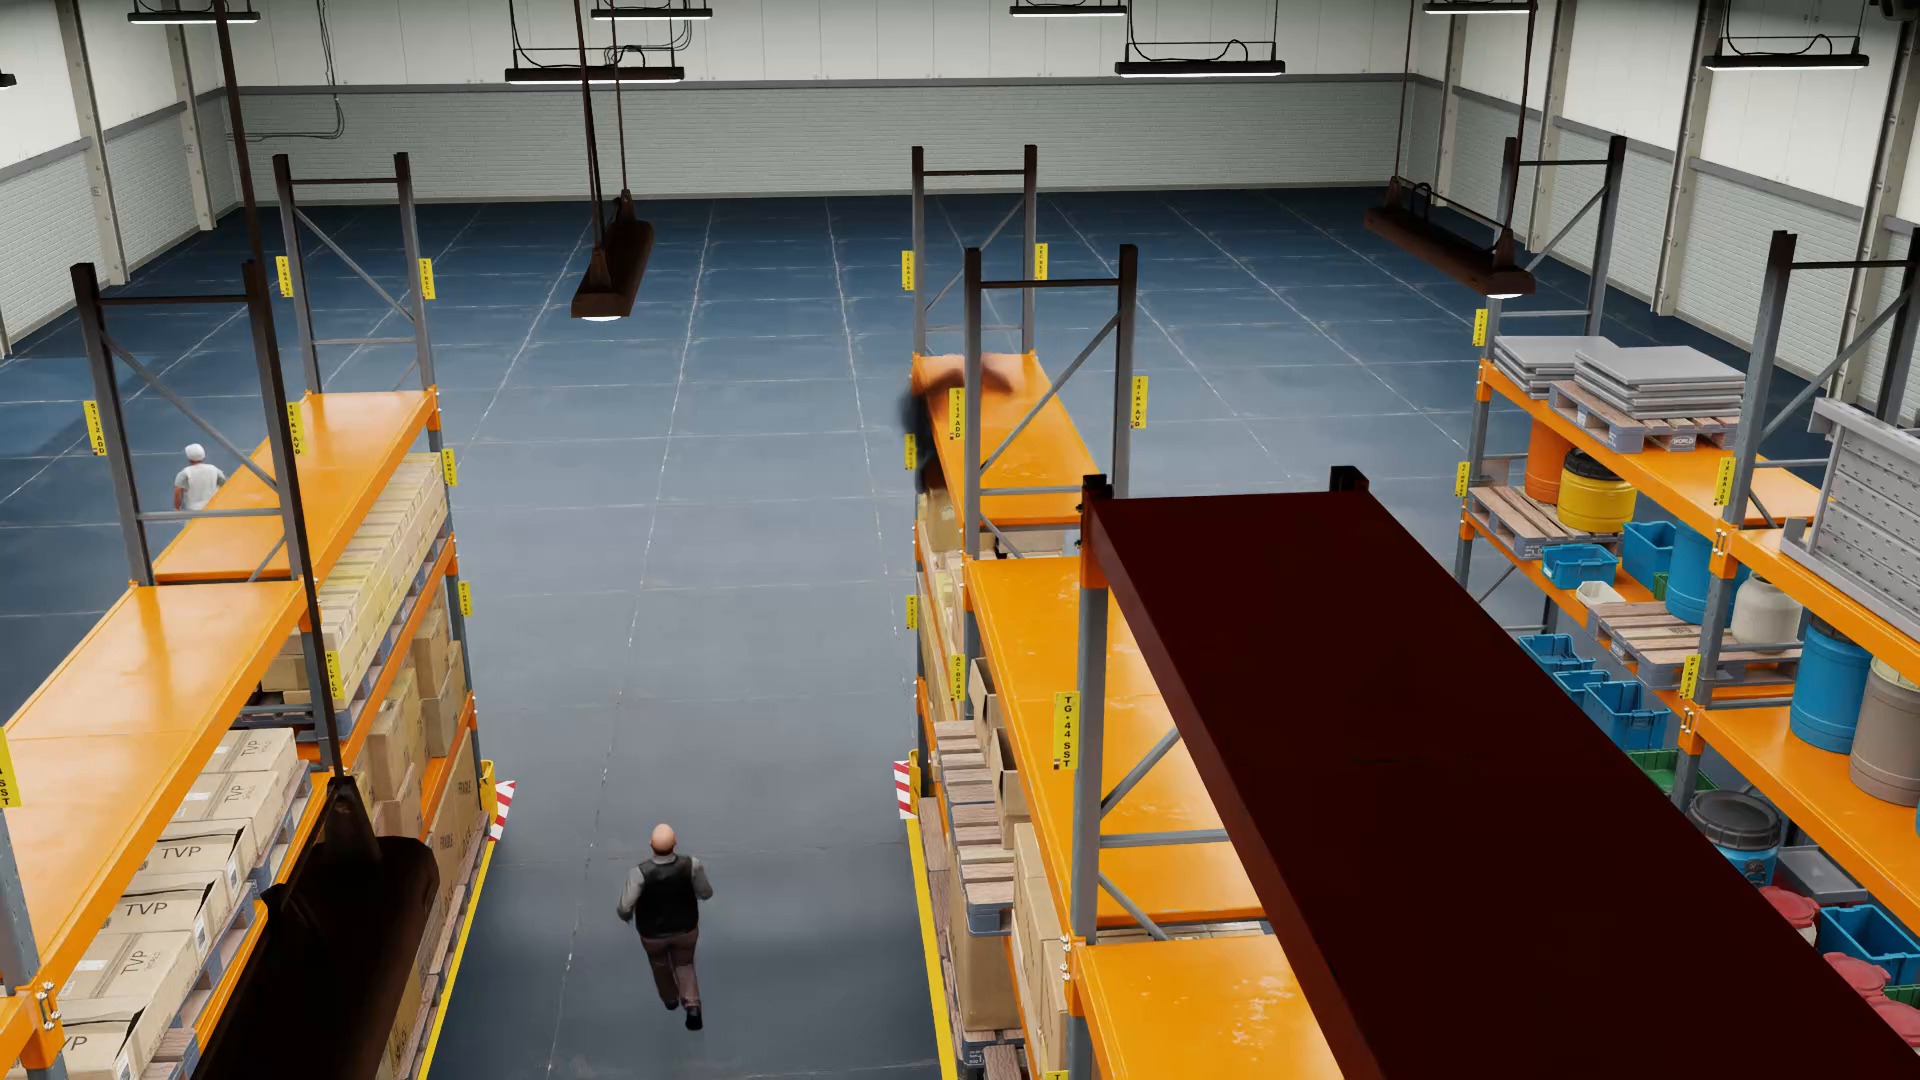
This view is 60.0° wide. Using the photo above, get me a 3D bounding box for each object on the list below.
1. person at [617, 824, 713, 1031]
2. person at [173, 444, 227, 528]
[{"bbox_3d":[-2.071,2.724,11.722,0.676,1.677,0.905,-6,22,-16],"label":"person"},{"bbox_3d":[-9.174,-0.326,20.104,0.699,1.742,0.656,-20,29,-40],"label":"person"}]
